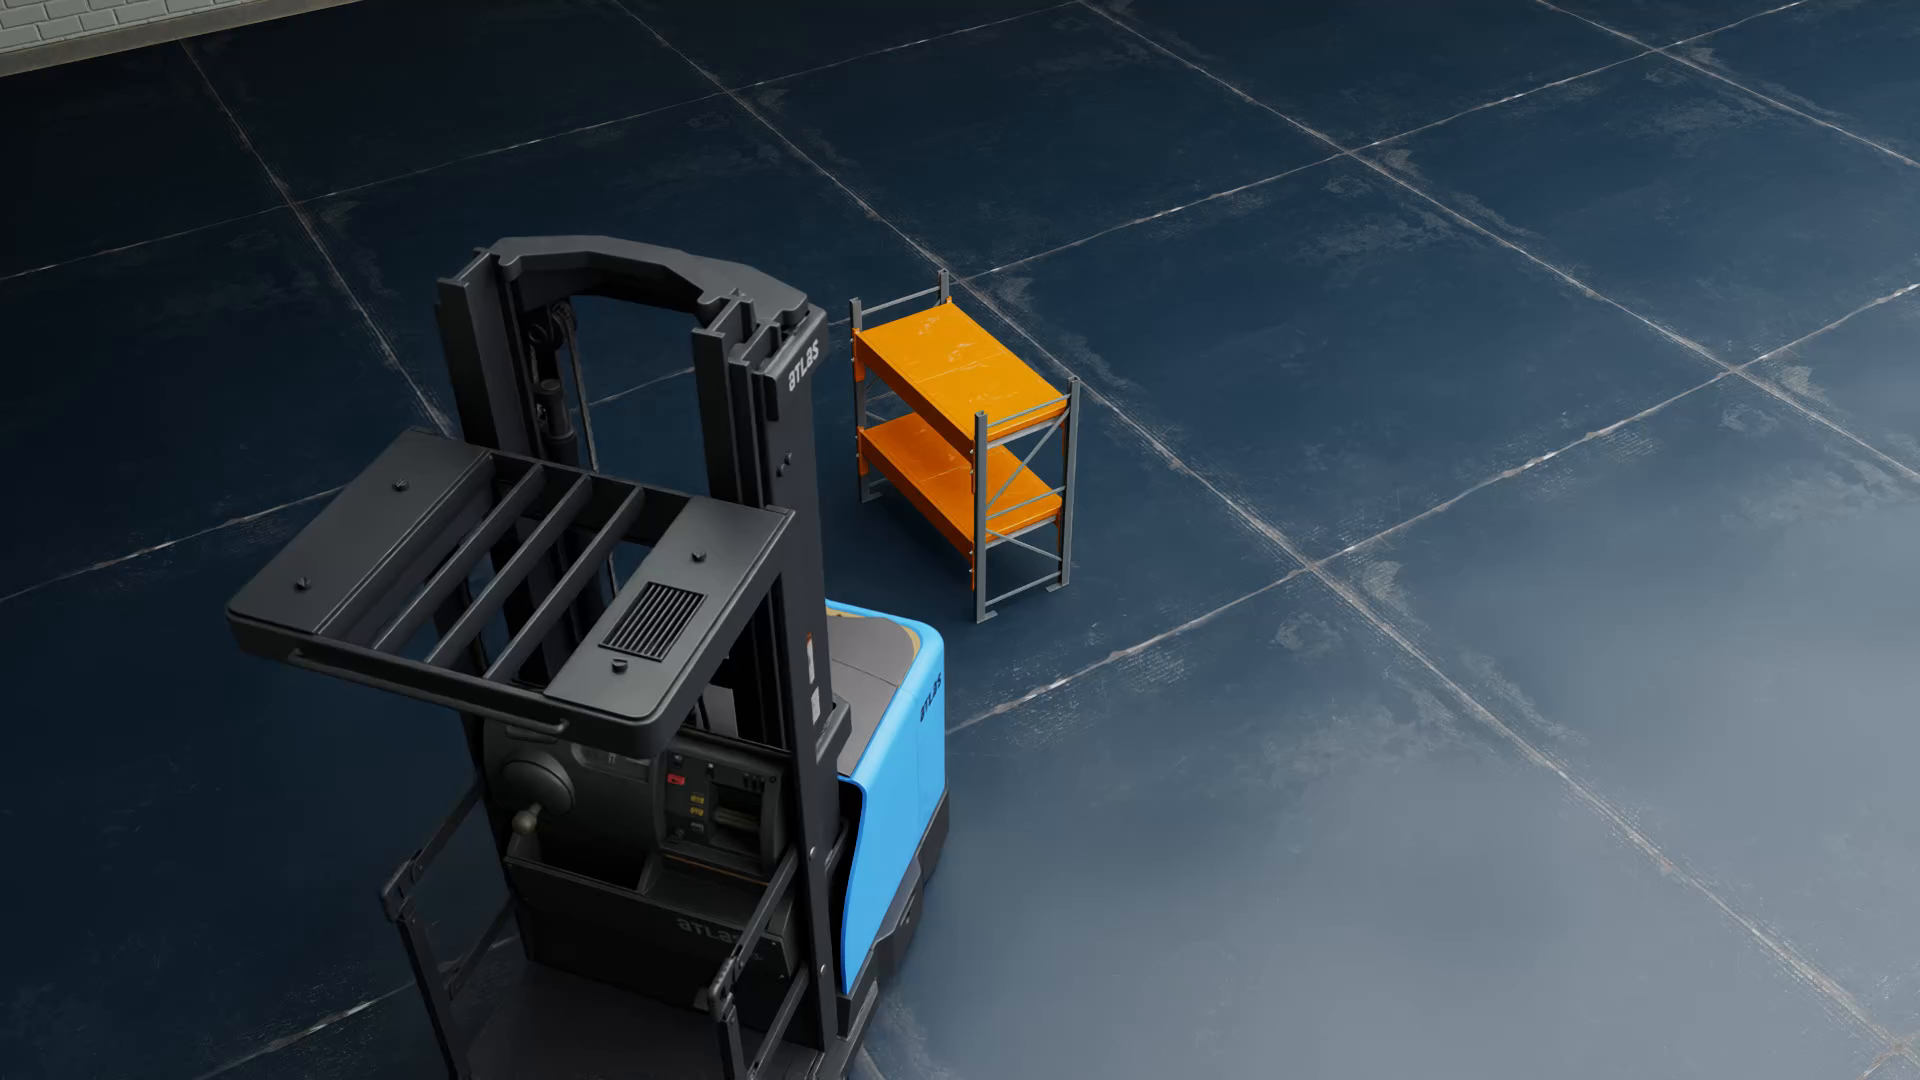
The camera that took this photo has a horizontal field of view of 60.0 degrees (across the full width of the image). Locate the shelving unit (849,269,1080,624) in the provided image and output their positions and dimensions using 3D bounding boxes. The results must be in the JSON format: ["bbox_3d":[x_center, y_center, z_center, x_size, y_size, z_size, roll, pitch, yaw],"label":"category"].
[{"bbox_3d":[0.004,-0.428,7.446,0.538,1.125,1.048,-22,45,-24],"label":"shelving unit"}]

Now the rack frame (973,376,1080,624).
[{"bbox_3d":[0.277,-0.154,7.117,0.500,1.125,0.032,-22,45,-24],"label":"rack frame"}]

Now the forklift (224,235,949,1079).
[{"bbox_3d":[-1.006,0.789,4.574,1.130,2.935,3.031,13,41,15],"label":"forklift"}]

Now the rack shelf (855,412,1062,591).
[{"bbox_3d":[0.004,-0.241,7.603,0.538,0.278,1.000,-22,45,-24],"label":"rack shelf"}]

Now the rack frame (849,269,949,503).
[{"bbox_3d":[-0.270,-0.703,7.775,0.500,1.125,0.032,-22,45,-24],"label":"rack frame"}]

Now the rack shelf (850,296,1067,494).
[{"bbox_3d":[0.004,-0.653,7.259,0.538,0.278,1.000,-22,45,-24],"label":"rack shelf"}]
